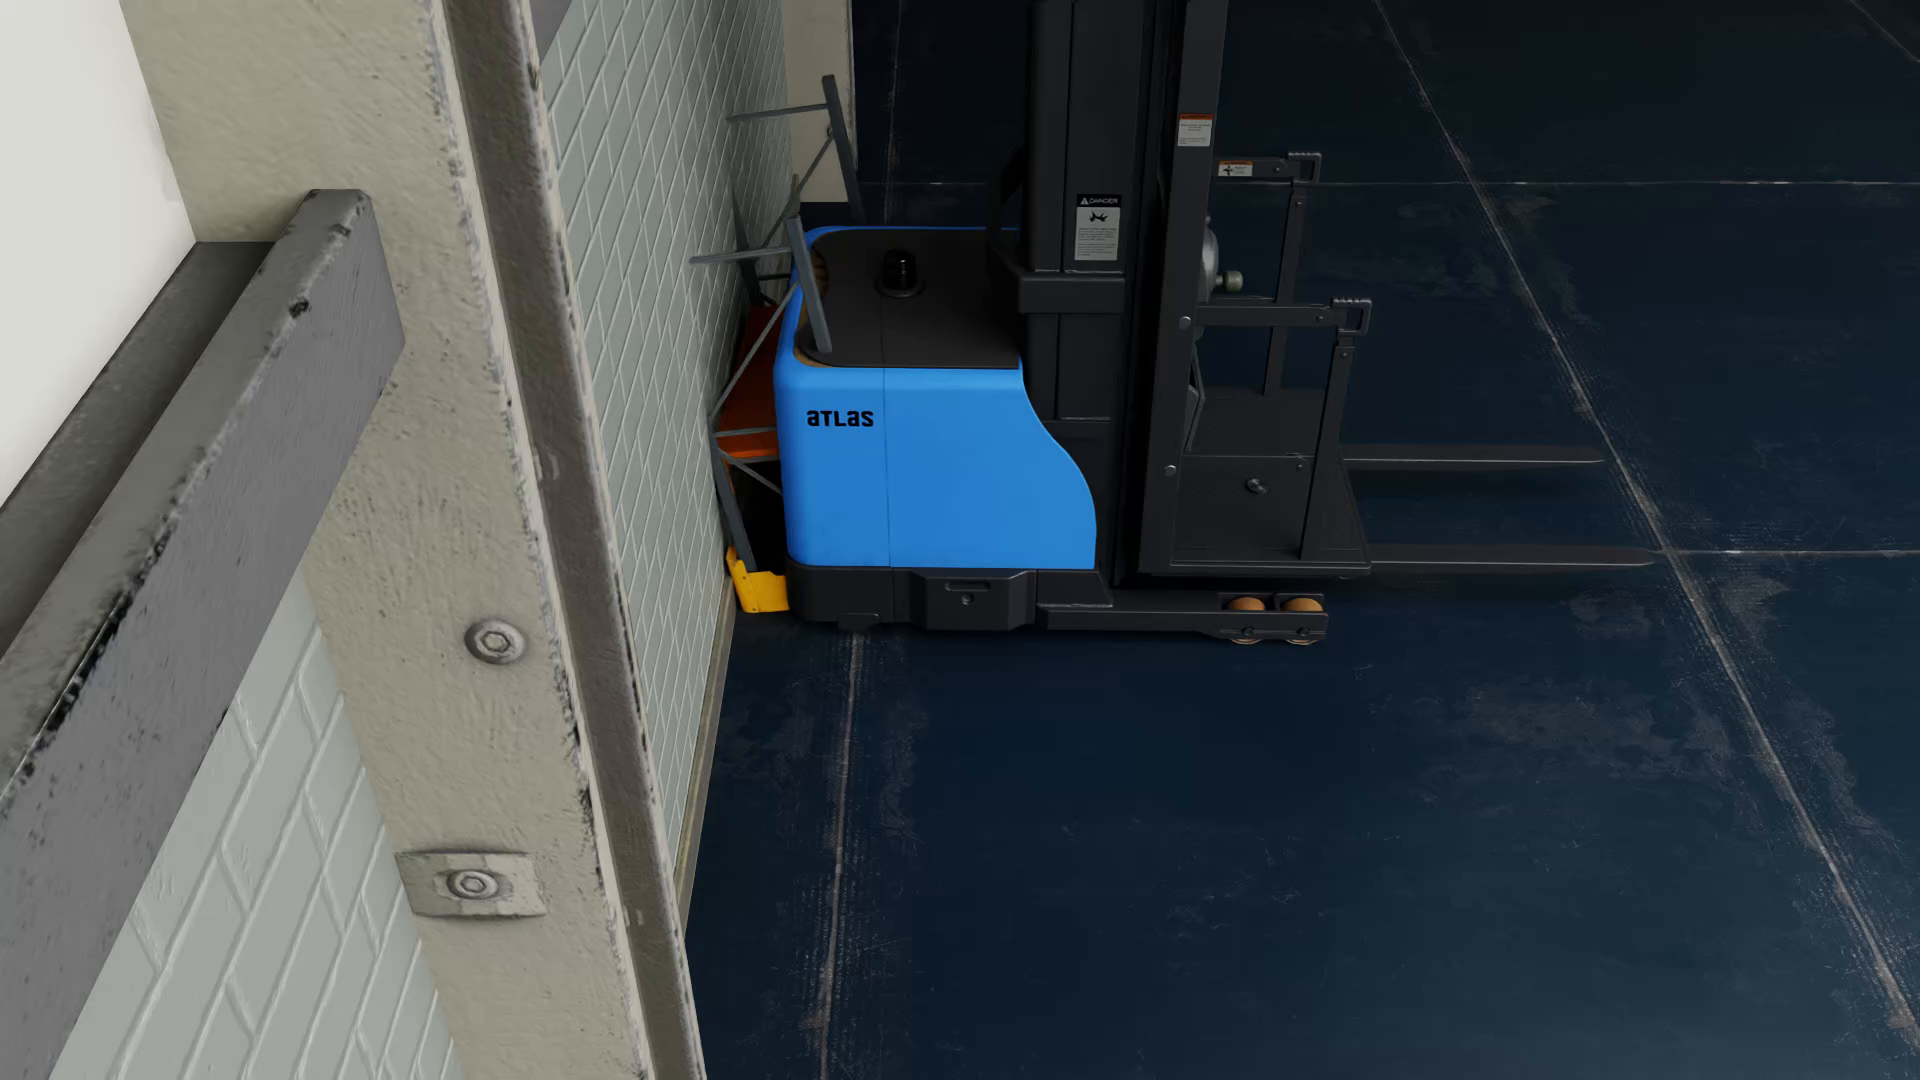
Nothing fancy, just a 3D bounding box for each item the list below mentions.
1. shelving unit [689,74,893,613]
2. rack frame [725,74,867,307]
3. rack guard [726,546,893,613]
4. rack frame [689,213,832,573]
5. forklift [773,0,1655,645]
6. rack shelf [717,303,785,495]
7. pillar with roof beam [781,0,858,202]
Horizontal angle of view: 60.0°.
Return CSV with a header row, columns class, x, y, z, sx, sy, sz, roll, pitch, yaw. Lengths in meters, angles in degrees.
class,x,y,z,sx,sy,sz,roll,pitch,yaw
shelving unit,-0.585,-0.679,5.855,0.587,1.500,1.083,-6,38,8
rack frame,-0.563,-1.004,6.257,0.500,1.500,0.032,-6,38,8
rack guard,-0.506,0.116,5.852,0.587,0.250,0.087,-6,38,8
rack frame,-0.607,-0.366,5.467,0.500,1.500,0.032,-6,38,8
forklift,0.916,-1.116,5.299,3.031,2.935,1.130,1,39,1
rack shelf,-0.556,-0.546,5.973,0.538,0.185,1.000,-6,38,8
pillar with roof beam,3.619,-5.343,5.722,9.100,9.000,0.400,0,39,0
